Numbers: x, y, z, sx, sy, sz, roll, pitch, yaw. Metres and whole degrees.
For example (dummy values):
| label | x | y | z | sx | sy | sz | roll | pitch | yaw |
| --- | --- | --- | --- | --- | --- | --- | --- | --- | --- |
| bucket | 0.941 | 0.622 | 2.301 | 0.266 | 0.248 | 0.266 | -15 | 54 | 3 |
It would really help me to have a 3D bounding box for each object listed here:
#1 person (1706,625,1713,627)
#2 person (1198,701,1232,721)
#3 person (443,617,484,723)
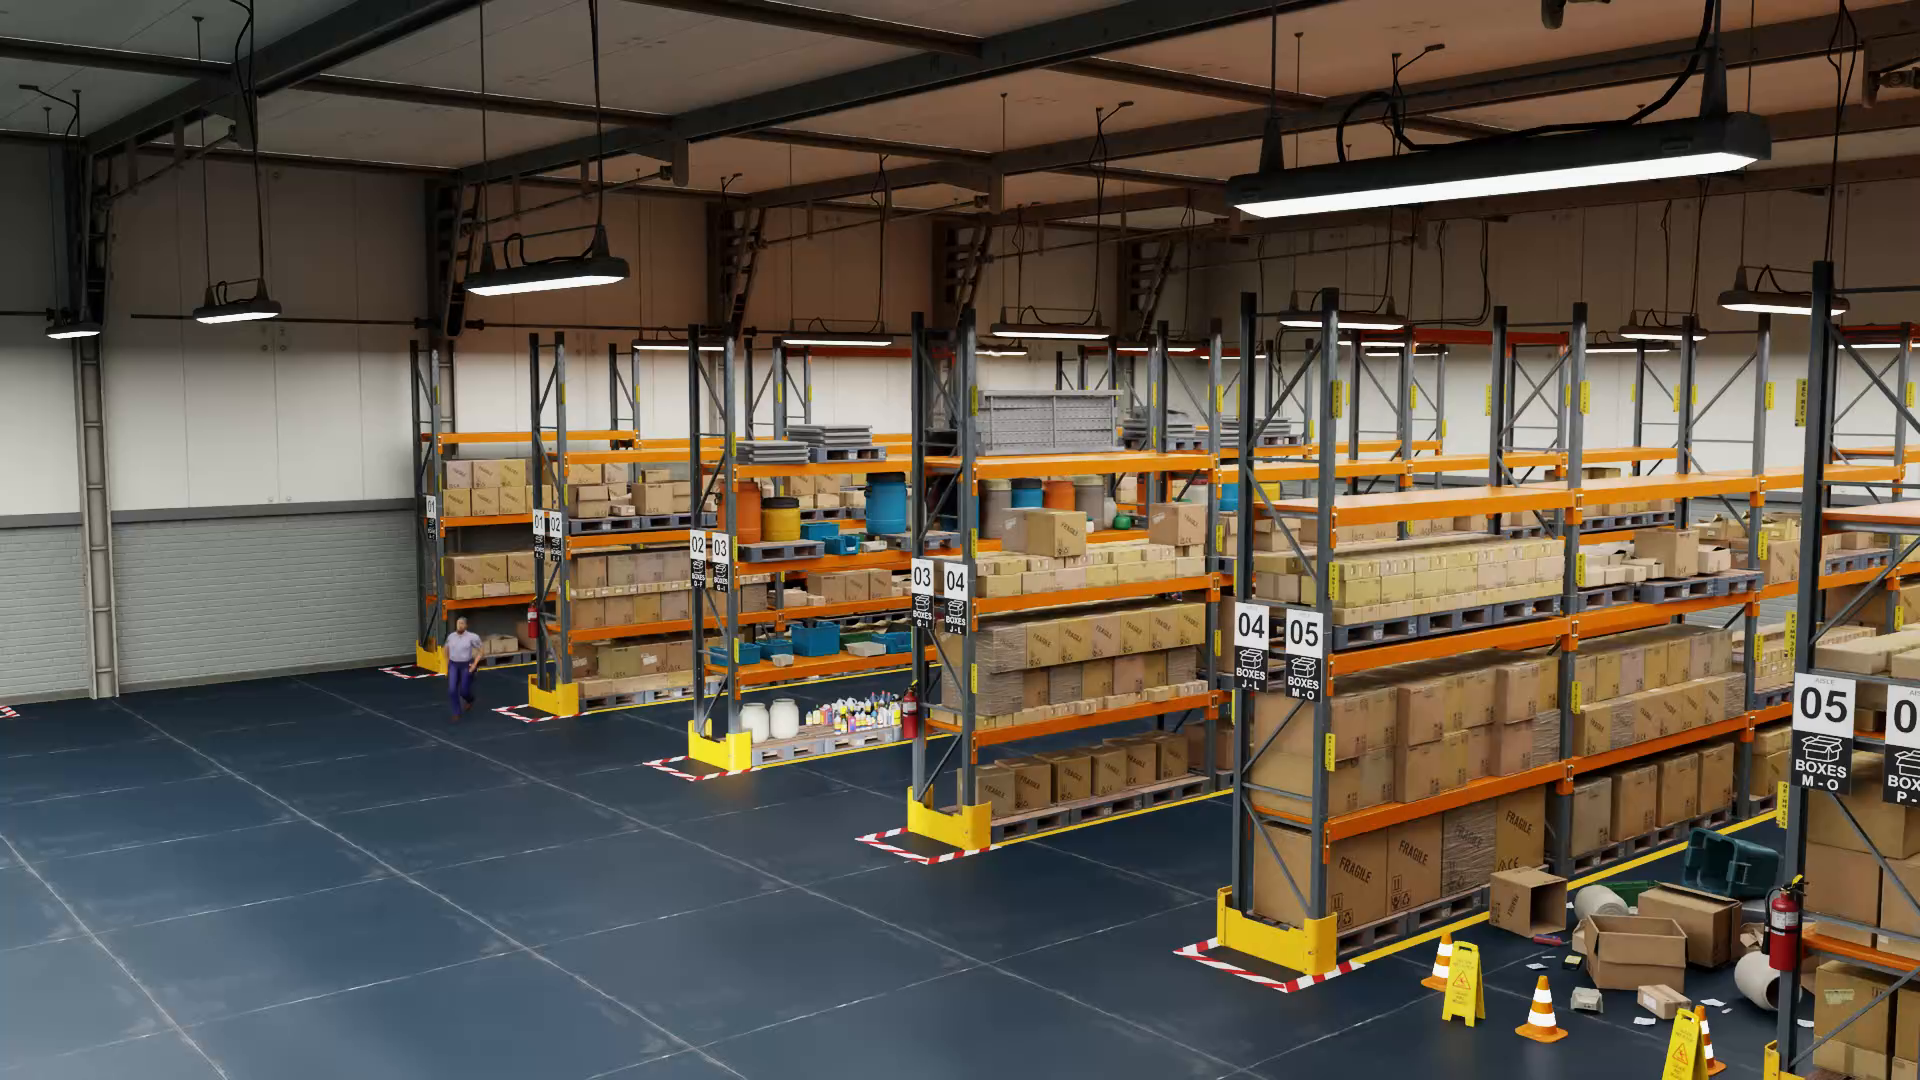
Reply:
| label | x | y | z | sx | sy | sz | roll | pitch | yaw |
| --- | --- | --- | --- | --- | --- | --- | --- | --- | --- |
| person | 10.571 | 2.098 | 23.553 | 0.963 | 1.771 | 0.664 | -4 | 6 | -35 |
| person | 3.812 | 1.764 | 24.306 | 0.797 | 1.780 | 0.689 | -4 | 6 | -34 |
| person | -7.715 | 1.994 | 25.824 | 0.636 | 1.617 | 0.598 | 0 | 5 | 0 |
